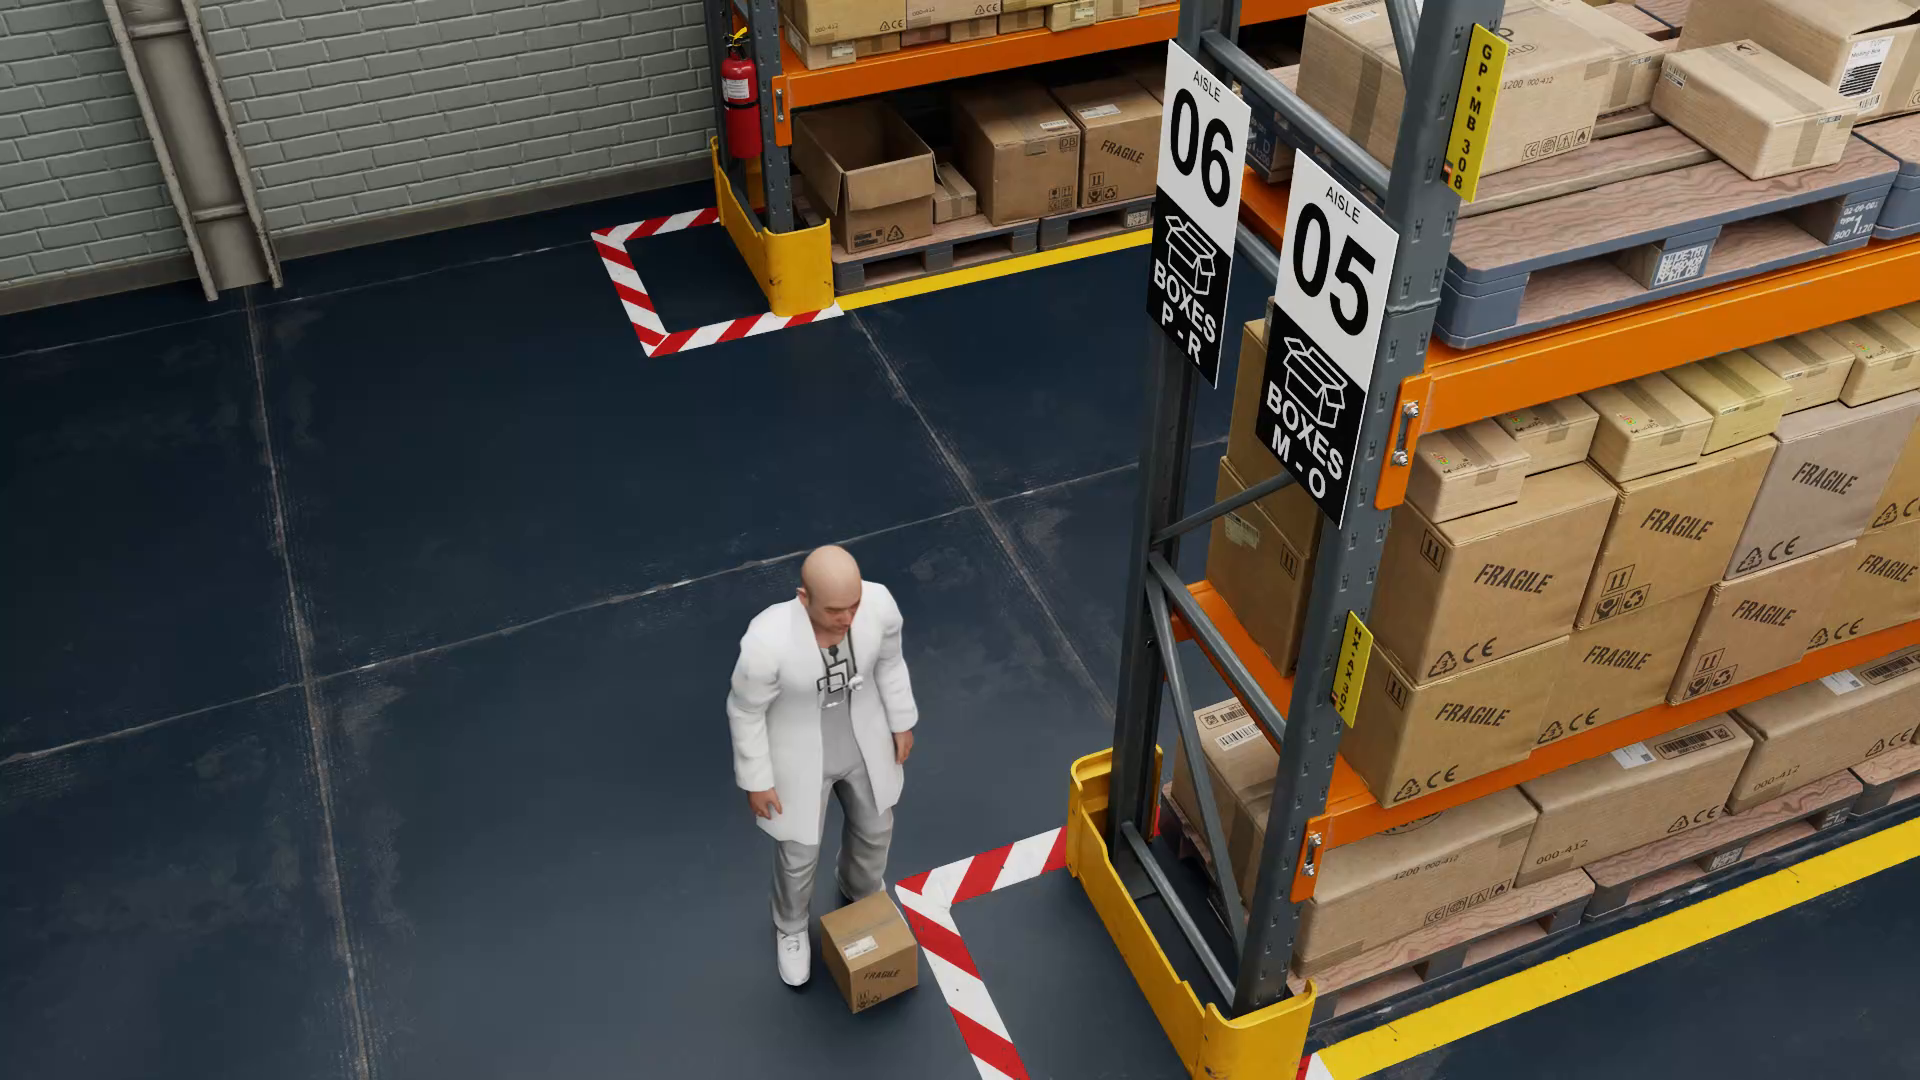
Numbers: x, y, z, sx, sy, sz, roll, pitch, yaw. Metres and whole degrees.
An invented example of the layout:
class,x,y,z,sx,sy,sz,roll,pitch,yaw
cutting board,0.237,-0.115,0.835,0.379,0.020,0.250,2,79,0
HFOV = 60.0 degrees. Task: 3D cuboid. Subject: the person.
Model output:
class,x,y,z,sx,sy,sz,roll,pitch,yaw
person,-0.421,0.690,5.384,0.644,1.772,0.429,-20,45,-22
